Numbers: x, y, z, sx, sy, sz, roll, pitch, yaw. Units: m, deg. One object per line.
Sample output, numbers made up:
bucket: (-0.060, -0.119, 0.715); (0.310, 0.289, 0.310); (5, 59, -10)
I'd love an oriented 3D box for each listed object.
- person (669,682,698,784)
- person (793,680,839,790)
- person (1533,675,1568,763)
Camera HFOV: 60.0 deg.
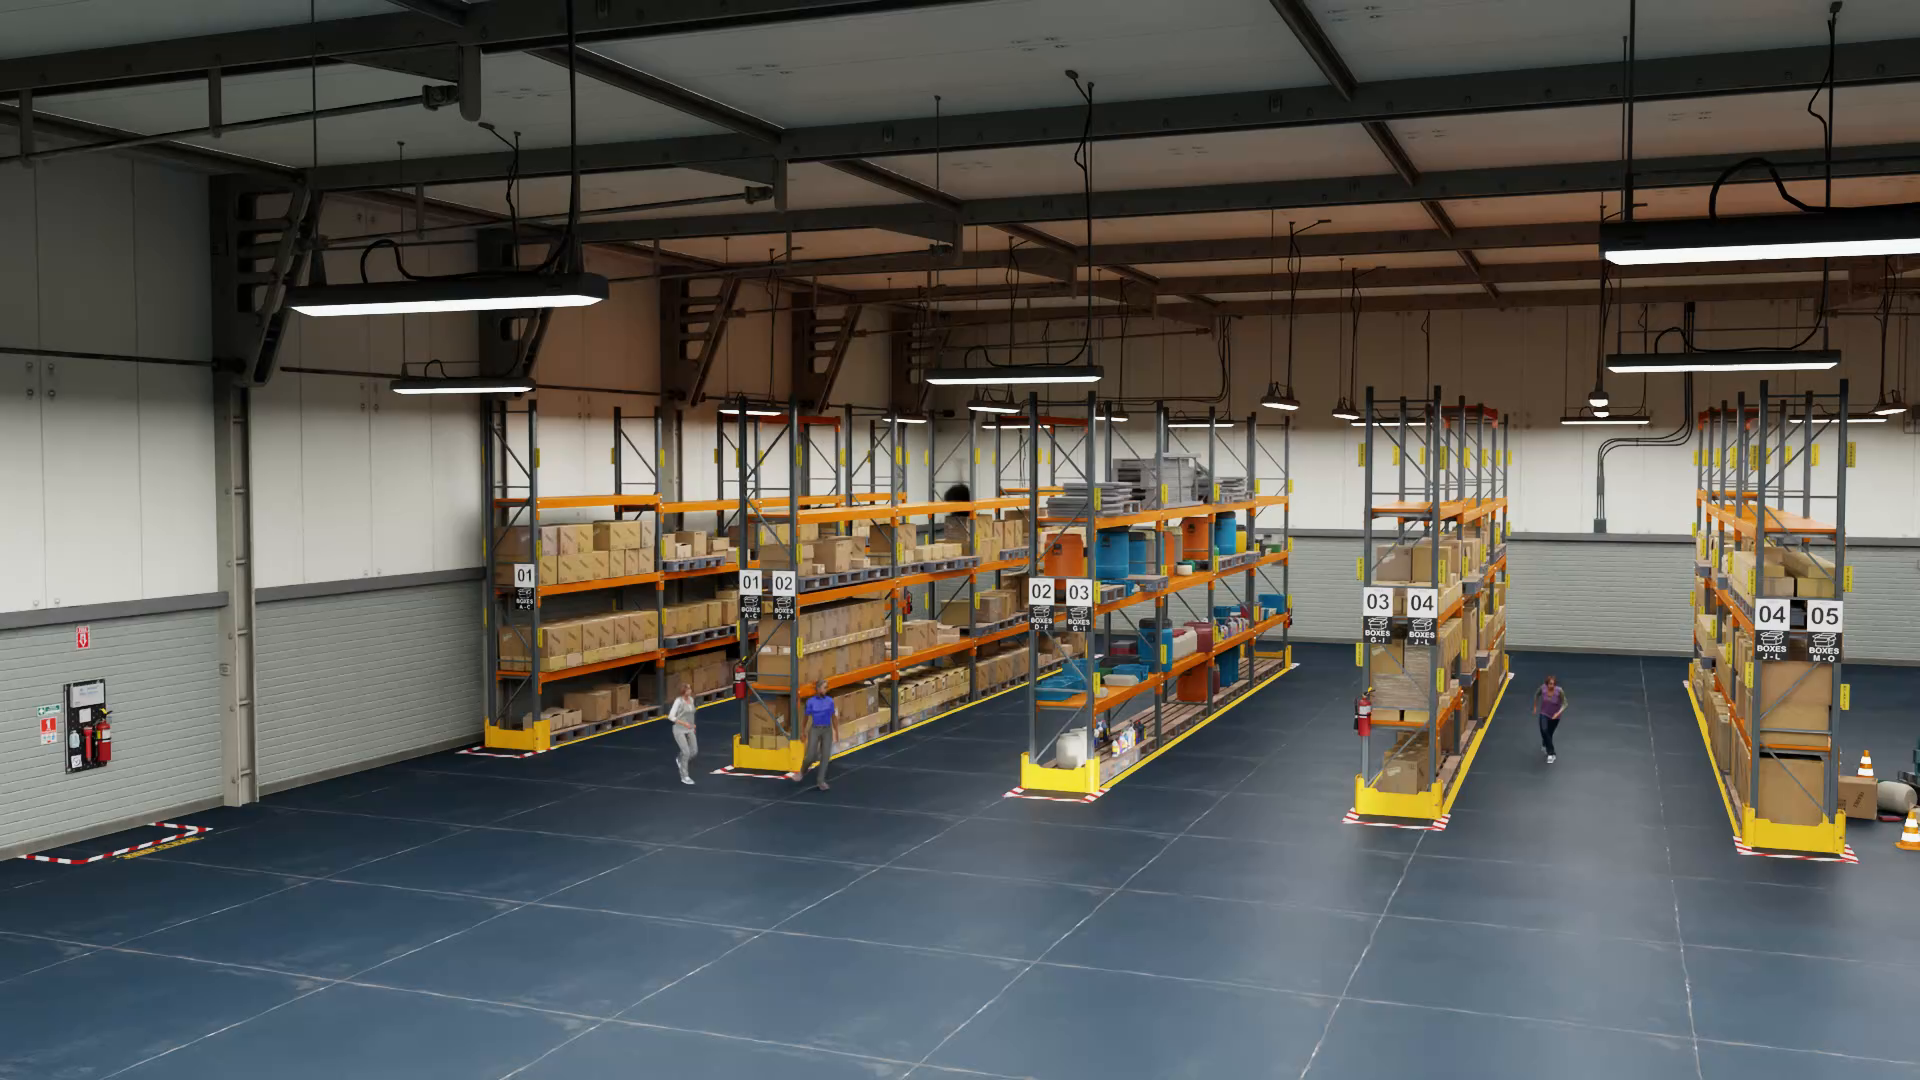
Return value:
person: (-4.267, 2.977, 25.582); (0.584, 1.552, 0.507); (2, 4, 39)
person: (-2.196, 2.933, 25.208); (0.624, 1.654, 0.530); (-1, 3, -21)
person: (9.761, 2.912, 27.511); (0.538, 1.451, 0.962); (1, 3, 19)
